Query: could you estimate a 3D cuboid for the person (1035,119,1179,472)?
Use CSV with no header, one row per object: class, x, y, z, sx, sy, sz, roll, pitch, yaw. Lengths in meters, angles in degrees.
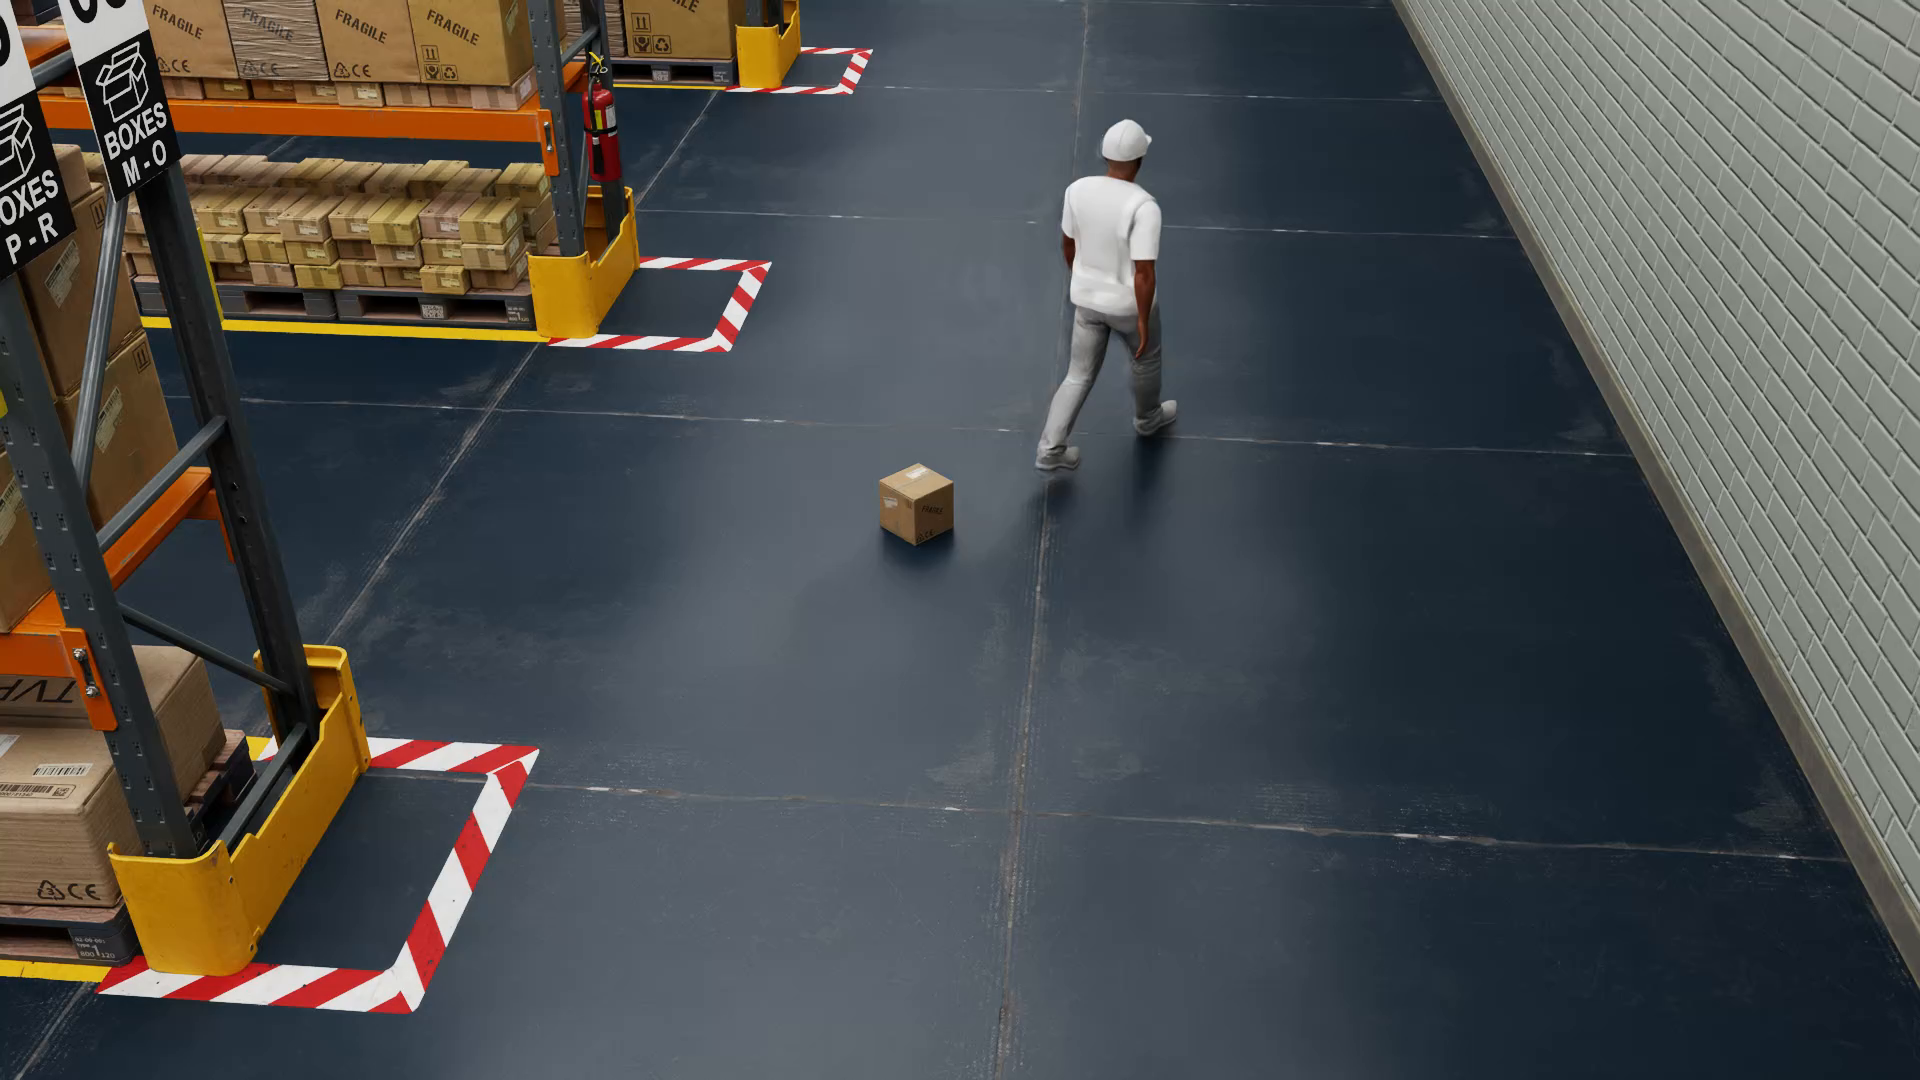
person,0.729,-1.183,8.051,0.600,1.712,1.095,20,37,29
